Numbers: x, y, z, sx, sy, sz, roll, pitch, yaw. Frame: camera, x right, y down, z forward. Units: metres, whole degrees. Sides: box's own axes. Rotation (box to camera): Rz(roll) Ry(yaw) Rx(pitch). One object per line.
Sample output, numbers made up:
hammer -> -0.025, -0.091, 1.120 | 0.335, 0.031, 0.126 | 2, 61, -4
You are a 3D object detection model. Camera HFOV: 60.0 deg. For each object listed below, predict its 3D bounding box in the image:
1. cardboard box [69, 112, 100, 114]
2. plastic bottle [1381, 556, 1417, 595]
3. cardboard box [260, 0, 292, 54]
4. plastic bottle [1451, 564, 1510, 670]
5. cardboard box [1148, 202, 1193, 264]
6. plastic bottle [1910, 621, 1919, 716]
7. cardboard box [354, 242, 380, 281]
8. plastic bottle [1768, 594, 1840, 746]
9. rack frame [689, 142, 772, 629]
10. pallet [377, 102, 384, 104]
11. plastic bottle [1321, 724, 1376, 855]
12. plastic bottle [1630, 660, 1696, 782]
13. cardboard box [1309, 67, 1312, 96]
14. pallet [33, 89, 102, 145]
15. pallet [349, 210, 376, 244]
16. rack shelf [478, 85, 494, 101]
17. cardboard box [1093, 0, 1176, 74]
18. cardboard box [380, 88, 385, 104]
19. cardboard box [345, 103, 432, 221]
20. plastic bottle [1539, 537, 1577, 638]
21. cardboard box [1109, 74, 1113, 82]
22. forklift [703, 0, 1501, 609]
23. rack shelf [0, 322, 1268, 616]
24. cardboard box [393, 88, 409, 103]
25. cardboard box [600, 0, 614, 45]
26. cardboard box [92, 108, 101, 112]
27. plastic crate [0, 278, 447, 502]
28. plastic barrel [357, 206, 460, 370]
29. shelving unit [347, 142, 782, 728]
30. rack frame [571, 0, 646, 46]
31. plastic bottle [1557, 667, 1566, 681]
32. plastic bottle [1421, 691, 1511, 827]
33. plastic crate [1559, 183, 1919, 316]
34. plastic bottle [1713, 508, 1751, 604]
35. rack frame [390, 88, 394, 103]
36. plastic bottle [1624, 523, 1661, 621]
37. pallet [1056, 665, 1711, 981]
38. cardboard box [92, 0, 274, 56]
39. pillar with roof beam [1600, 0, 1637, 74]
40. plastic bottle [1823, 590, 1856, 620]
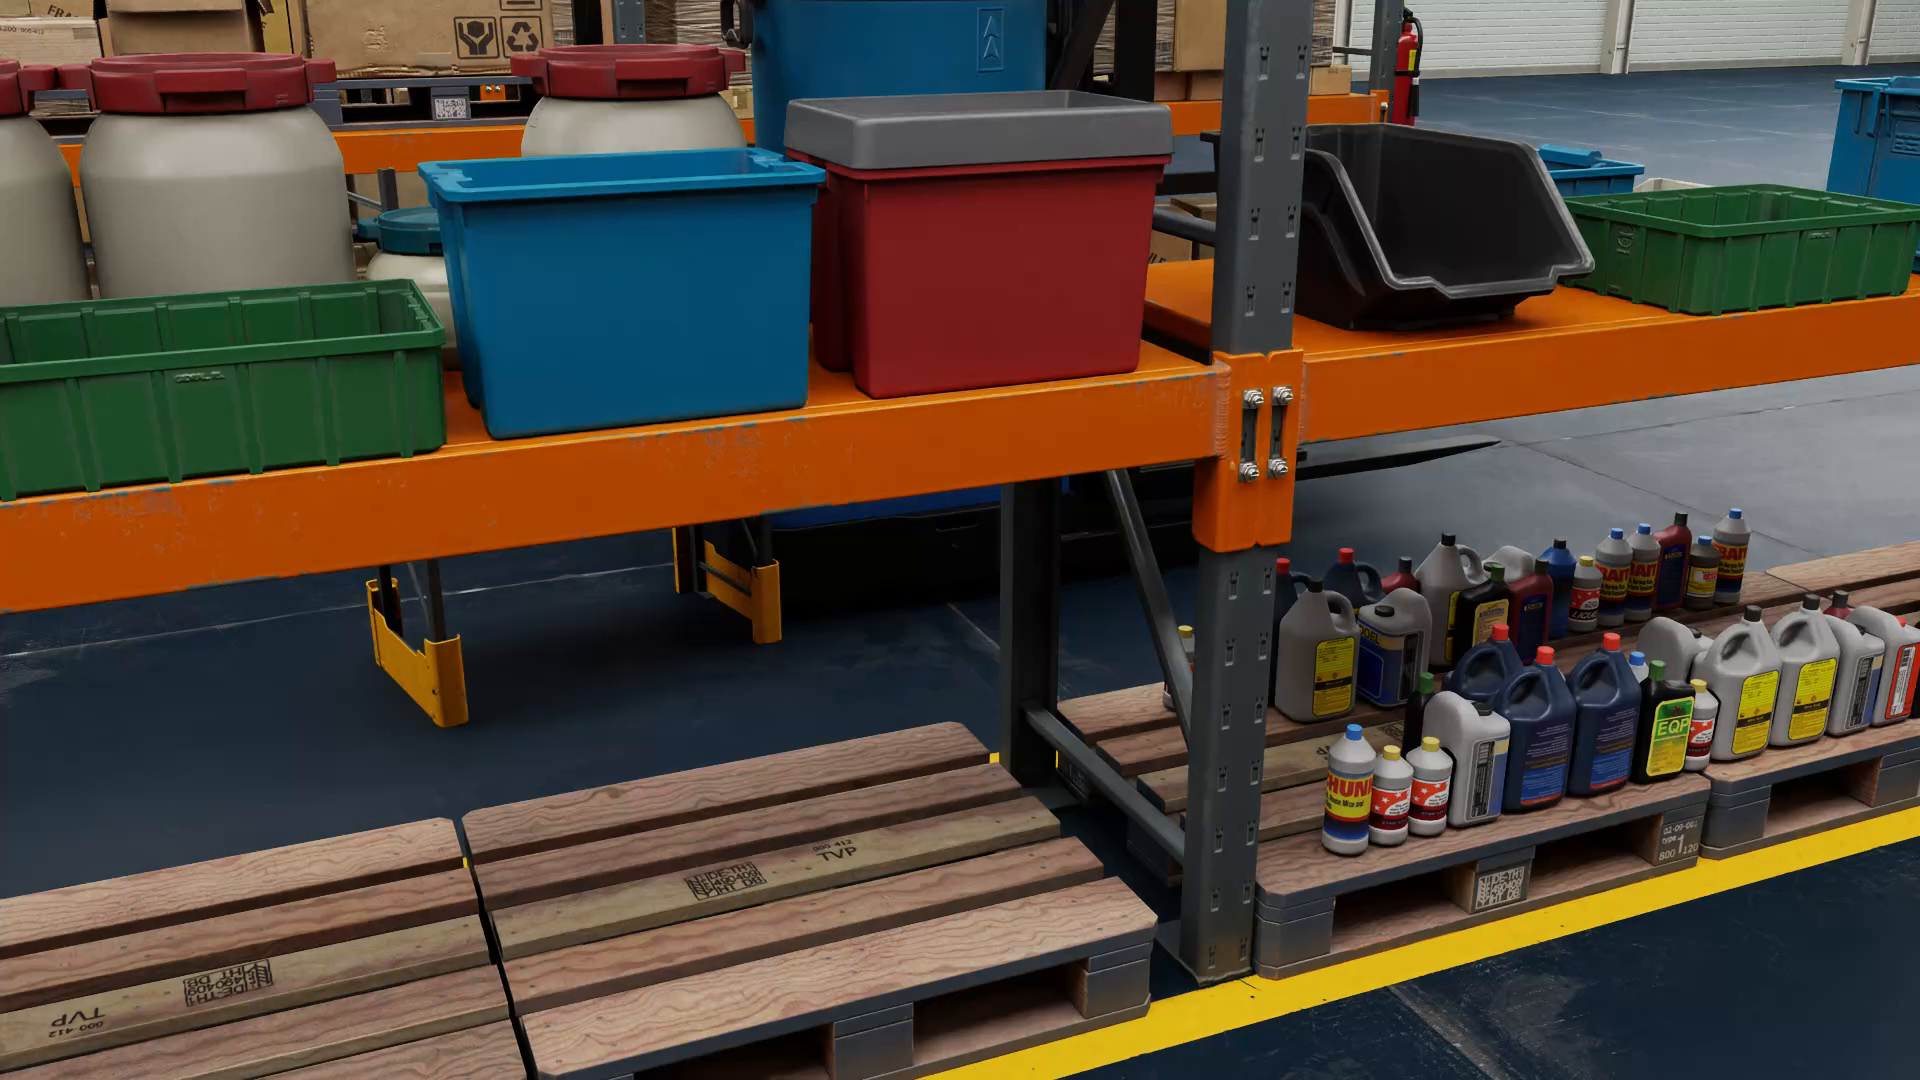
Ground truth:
cardboard box -> -8.012, -3.791, 15.597 | 0.625, 0.372, 0.950 | -9, 21, -23
plastic bottle -> 1.137, 0.186, 4.404 | 0.133, 0.283, 0.061 | -7, 20, -18
cardboard box -> -4.784, -3.456, 11.170 | 0.500, 0.500, 0.500 | -8, 21, -21
plastic bottle -> 1.365, 0.206, 4.349 | 0.133, 0.283, 0.061 | -8, 21, -22
cardboard box -> 0.946, -1.545, 9.025 | 0.500, 0.500, 0.500 | -3, 20, -8
plastic bottle -> 2.411, 0.288, 4.115 | 0.133, 0.283, 0.061 | -8, 21, -21
cardboard box -> -2.629, -1.063, 7.627 | 0.500, 0.500, 0.700 | -8, 21, -22
plastic bottle -> 1.990, 0.301, 3.975 | 0.185, 0.351, 0.144 | -7, 21, -20
rack frame -> -0.734, -0.474, 5.110 | 0.032, 1.500, 0.500 | -14, 23, -34
pallet -> -6.759, -5.478, 21.262 | 1.213, 0.211, 1.003 | -8, 21, -22
plastic bottle -> 0.817, 0.516, 3.487 | 0.097, 0.271, 0.097 | 0, 19, 0
plastic bottle -> 1.597, 0.405, 3.784 | 0.133, 0.283, 0.061 | -7, 21, -20
cardboard box -> 1.652, -2.441, 8.815 | 0.250, 0.149, 0.380 | -8, 21, -22
pallet -> -3.483, -1.822, 6.970 | 1.213, 0.211, 1.003 | -8, 21, -22
pallet -> -4.162, -2.252, 12.100 | 1.213, 0.211, 1.003 | -8, 21, -22
rack shelf -> -5.320, -3.089, 11.363 | 4.000, 0.370, 1.077 | -8, 21, -22
cardboard box -> 0.658, -2.661, 8.464 | 0.500, 0.500, 0.875 | -8, 21, -22
cardboard box -> -7.141, -5.728, 21.281 | 0.500, 0.250, 0.500 | -8, 21, -21
cardboard box -> -4.018, -2.720, 11.985 | 0.750, 0.750, 1.050 | -8, 21, -22
plastic bottle -> 1.642, 0.126, 4.593 | 0.097, 0.271, 0.097 | 0, 19, 0
cardboard box -> 0.740, -2.304, 8.427 | 0.250, 0.149, 0.380 | -8, 21, -22
forklift -> 0.580, -1.464, 5.768 | 3.031, 2.935, 1.130 | -8, 21, -22
rack shelf -> -1.486, -0.053, 2.740 | 4.000, 0.370, 1.077 | -8, 21, -22
cardboard box -> -4.804, -3.827, 14.999 | 0.500, 0.500, 0.500 | -8, 21, -22
cardboard box -> -2.653, -3.894, 12.339 | 0.550, 0.550, 0.875 | -8, 21, -22
cardboard box -> -10.004, -5.419, 19.840 | 0.625, 0.625, 0.875 | -7, 21, -20
plastic crate -> -1.137, -0.240, 2.508 | 0.662, 0.188, 0.450 | -8, 21, -22
plastic barrel -> -0.926, -0.463, 3.029 | 0.301, 0.262, 0.301 | 0, 19, 0
shelving unit -> -1.153, -0.373, 4.824 | 1.083, 1.500, 0.587 | -14, 23, -34
rack frame -> -1.611, -2.166, 7.657 | 0.127, 3.000, 1.000 | -8, 21, -22
plastic bottle -> 1.341, 0.388, 3.848 | 0.097, 0.271, 0.097 | 0, 19, 0
plastic bottle -> 1.103, 0.462, 3.631 | 0.135, 0.276, 0.152 | -7, 21, -20
plastic crate -> 1.709, -0.648, 3.665 | 0.662, 0.188, 0.450 | -8, 21, -22
plastic bottle -> 2.235, 0.041, 4.835 | 0.097, 0.271, 0.097 | 0, 19, 0
rack frame -> -5.537, -5.188, 16.240 | 0.127, 3.000, 1.000 | -8, 21, -22
plastic bottle -> 1.920, 0.086, 4.706 | 0.097, 0.271, 0.097 | 0, 19, 0
pallet -> 0.984, 0.584, 4.045 | 1.213, 0.211, 1.003 | -8, 21, -22
cardboard box -> -3.167, -2.157, 6.843 | 0.637, 0.503, 0.797 | -6, 20, -16
pillar with roof beam -> 13.403, -11.296, 24.553 | 0.400, 9.000, 9.100 | -8, 21, -22
plastic bottle -> 2.226, 0.260, 4.196 | 0.133, 0.283, 0.061 | -8, 21, -22
